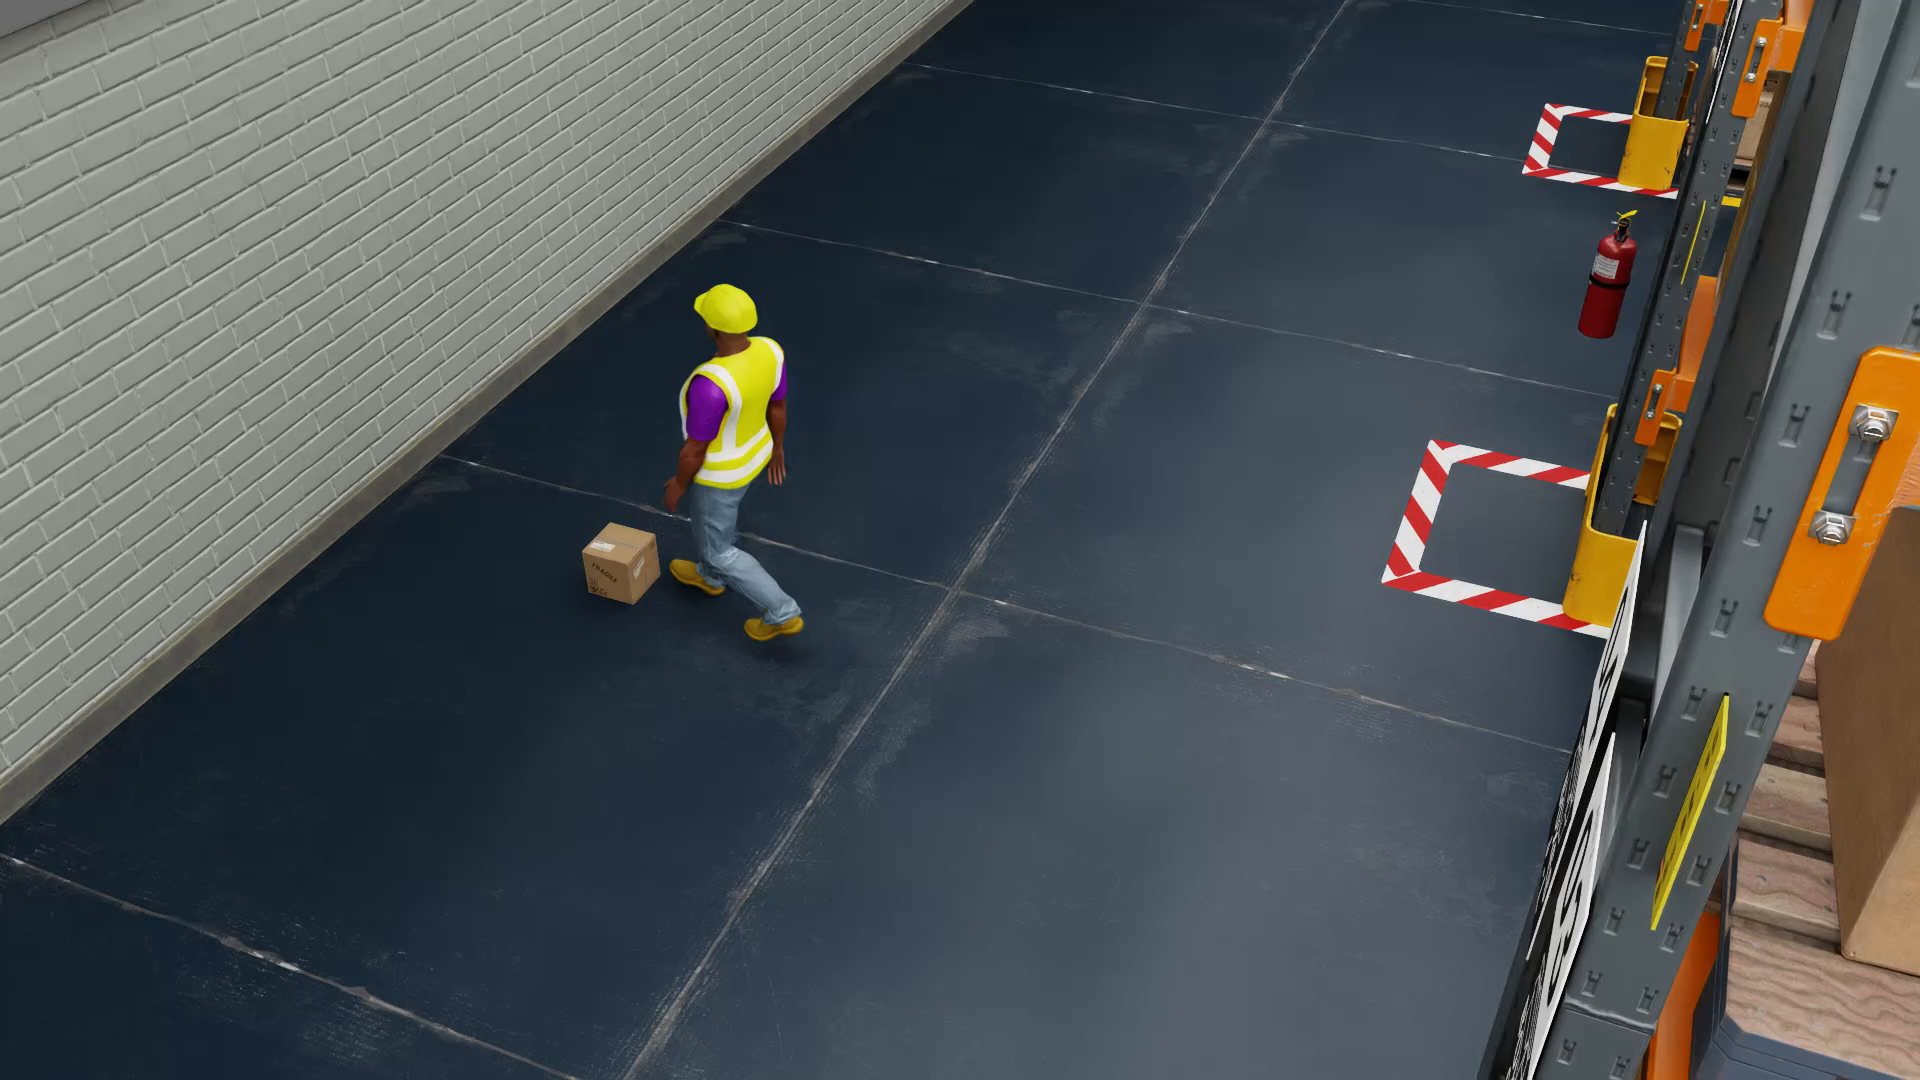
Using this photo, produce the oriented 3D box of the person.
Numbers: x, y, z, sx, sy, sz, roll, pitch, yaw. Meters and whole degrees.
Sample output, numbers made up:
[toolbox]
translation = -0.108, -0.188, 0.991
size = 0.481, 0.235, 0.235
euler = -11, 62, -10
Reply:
[person]
translation = -1.040, -0.348, 7.252
size = 0.882, 1.740, 0.567
euler = 16, 40, 20
